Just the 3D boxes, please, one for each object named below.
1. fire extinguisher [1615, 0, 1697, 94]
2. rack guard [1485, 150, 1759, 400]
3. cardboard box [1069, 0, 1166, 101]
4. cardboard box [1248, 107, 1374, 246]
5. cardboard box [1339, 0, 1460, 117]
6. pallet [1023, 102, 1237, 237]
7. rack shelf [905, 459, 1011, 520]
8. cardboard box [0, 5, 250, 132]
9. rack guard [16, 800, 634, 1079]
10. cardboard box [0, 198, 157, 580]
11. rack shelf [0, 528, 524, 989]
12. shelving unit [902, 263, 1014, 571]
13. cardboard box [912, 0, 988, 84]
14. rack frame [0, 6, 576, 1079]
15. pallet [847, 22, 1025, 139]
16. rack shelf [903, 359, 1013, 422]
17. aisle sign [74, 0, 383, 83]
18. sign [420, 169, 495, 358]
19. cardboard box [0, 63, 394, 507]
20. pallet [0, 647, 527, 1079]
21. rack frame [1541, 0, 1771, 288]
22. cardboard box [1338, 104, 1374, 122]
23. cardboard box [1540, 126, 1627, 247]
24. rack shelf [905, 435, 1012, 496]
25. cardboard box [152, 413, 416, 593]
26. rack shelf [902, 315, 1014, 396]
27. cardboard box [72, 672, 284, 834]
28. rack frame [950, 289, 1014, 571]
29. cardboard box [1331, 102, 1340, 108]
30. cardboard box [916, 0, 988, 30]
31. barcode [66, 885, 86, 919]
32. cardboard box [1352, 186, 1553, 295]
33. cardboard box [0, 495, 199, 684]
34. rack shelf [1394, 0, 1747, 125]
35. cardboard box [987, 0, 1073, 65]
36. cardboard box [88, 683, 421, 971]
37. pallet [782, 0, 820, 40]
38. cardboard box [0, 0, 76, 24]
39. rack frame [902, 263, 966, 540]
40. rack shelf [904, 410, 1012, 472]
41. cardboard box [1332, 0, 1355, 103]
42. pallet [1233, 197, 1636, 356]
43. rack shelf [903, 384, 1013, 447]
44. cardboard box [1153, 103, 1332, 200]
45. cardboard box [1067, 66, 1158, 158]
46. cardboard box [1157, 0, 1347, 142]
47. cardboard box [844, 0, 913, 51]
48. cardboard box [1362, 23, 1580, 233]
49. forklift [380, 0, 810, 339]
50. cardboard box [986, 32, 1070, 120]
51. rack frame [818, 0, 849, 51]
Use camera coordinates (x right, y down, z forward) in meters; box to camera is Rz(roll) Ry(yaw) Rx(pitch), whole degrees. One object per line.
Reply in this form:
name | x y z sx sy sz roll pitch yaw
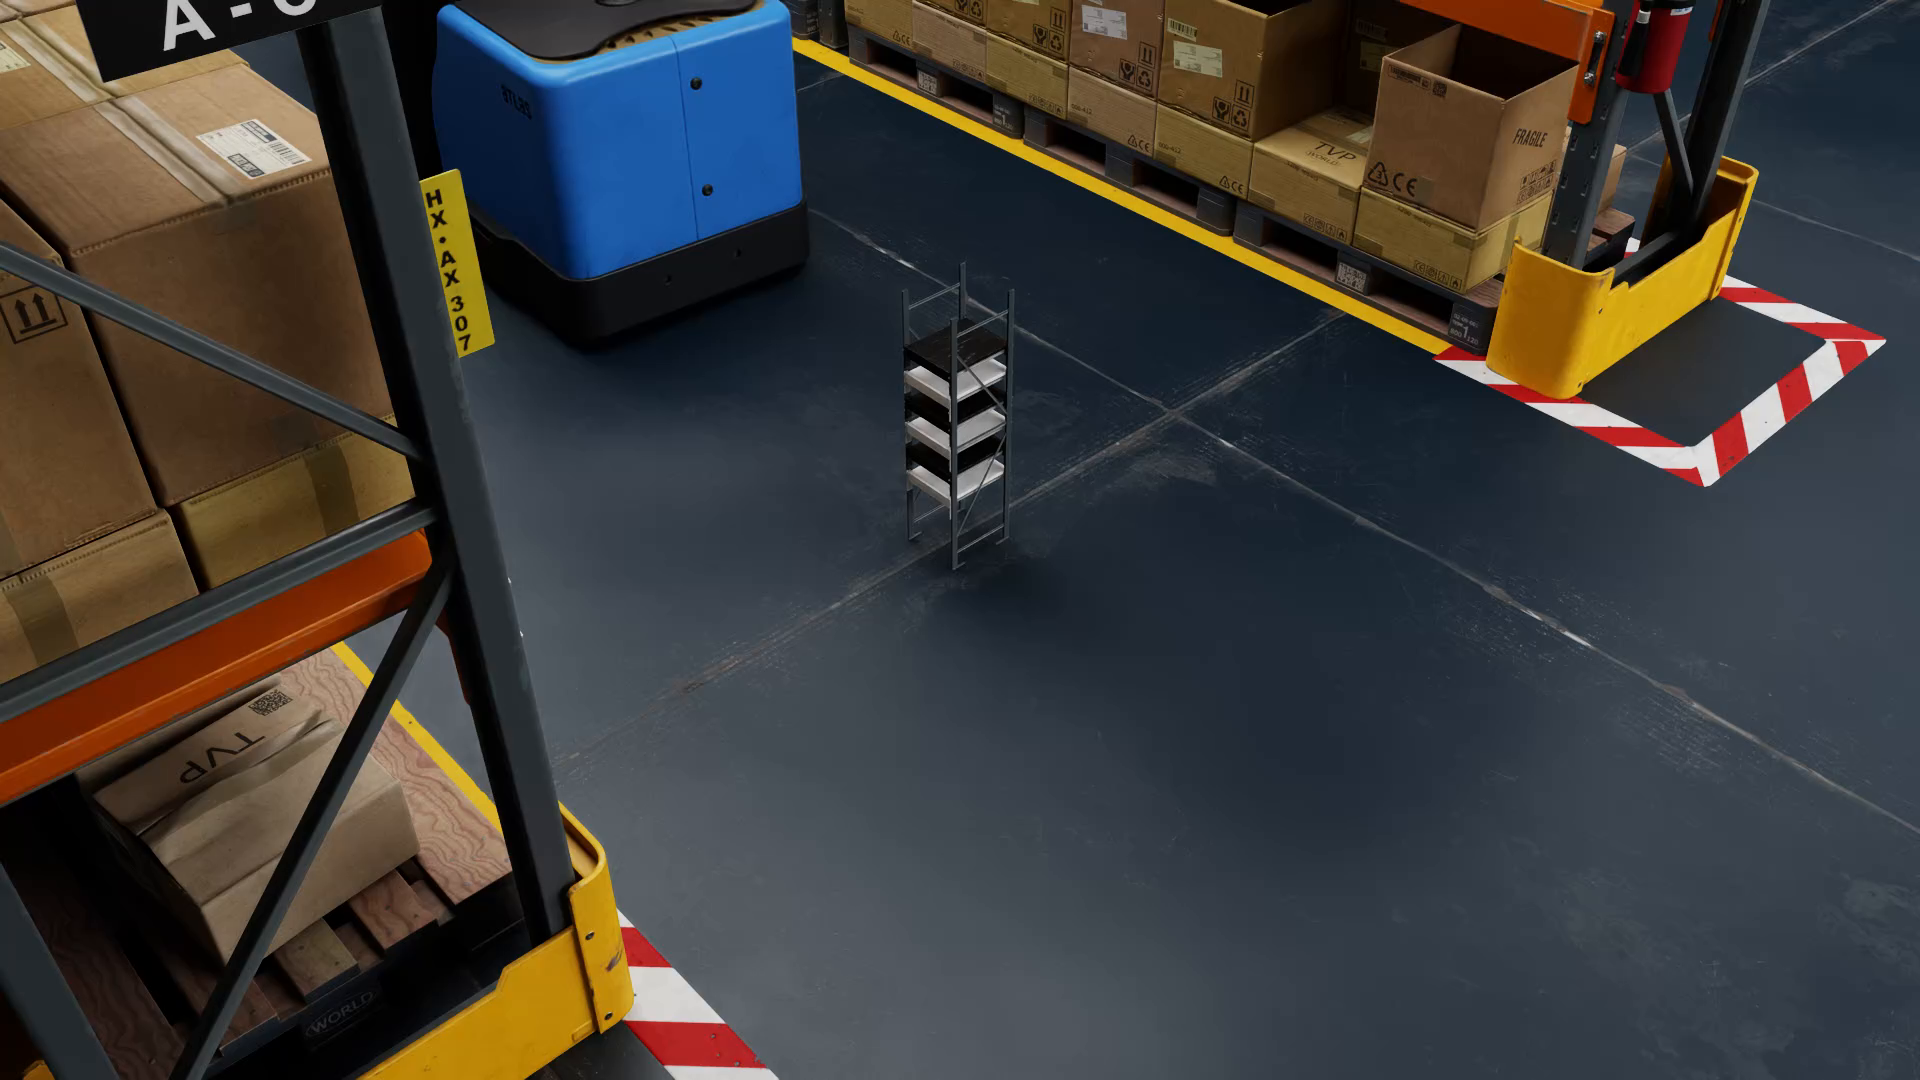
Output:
fire extinguisher | 2.149 -1.701 5.030 0.296 0.674 0.183 -30 48 -32
rack guard | 2.428 -1.000 6.090 1.175 0.500 0.348 -30 48 -32
cardboard box | 0.805 -2.179 6.818 0.500 0.500 0.500 -30 48 -32
cardboard box | 1.484 -1.426 6.482 0.500 0.250 0.500 -30 48 -32
cardboard box | 1.873 -1.942 6.524 0.500 0.500 0.500 -30 48 -32
pallet | 1.043 -1.799 7.309 1.003 0.211 1.213 -30 48 -32
rack shelf | -0.005 -0.188 5.106 0.258 0.077 0.200 -30 48 -32
cardboard box | -1.663 -0.699 3.235 0.500 0.500 0.500 -30 48 -32
rack guard | -1.286 1.061 3.539 1.175 0.500 0.348 -30 48 -32
cardboard box | -1.710 -0.245 2.673 0.500 0.500 0.500 -31 48 -32
rack shelf | -2.587 -0.522 4.082 1.077 0.370 4.000 -30 48 -32
shelving unit | -0.005 -0.354 4.972 0.258 0.900 0.210 -30 48 -32
cardboard box | 0.131 -2.351 7.628 0.500 0.250 0.500 -30 48 -32
rack frame | -1.235 0.124 2.710 1.000 3.000 0.127 -30 48 -32
pallet | 0.213 -2.364 8.009 1.003 0.211 1.213 -30 48 -32
rack shelf | -0.005 -0.468 4.880 0.258 0.077 0.200 -30 48 -32
aisle sign | -0.965 -0.982 2.009 0.394 0.787 0.004 -30 48 -32
sign | -0.835 -0.444 2.723 0.100 0.325 0.005 -30 48 -32
cardboard box | -1.336 -0.466 2.947 0.500 0.500 0.500 -30 48 -32
pallet | -1.809 0.782 4.113 1.003 0.211 1.213 -30 48 -32
rack frame | 2.412 -1.983 5.318 1.000 3.000 0.127 -30 48 -32
cardboard box | 1.872 -1.649 6.759 0.500 0.250 0.500 -30 48 -32
cardboard box | 2.213 -1.420 6.475 0.500 0.250 0.500 -30 48 -32
rack shelf | -0.005 -0.258 5.049 0.258 0.077 0.200 -30 48 -32
cardboard box | -1.331 -0.187 3.197 0.500 0.250 0.500 -31 48 -33
rack shelf | -0.005 -0.538 4.823 0.258 0.077 0.200 -30 48 -32
cardboard box | -2.022 0.376 4.187 0.500 0.311 0.500 -26 46 -28
rack frame | 0.063 -0.307 4.914 0.240 0.900 0.006 -30 48 -32
cardboard box | 1.534 -1.881 7.046 0.500 0.250 0.500 -30 48 -32
cardboard box | 0.133 -2.644 7.394 0.500 0.500 0.500 -30 48 -32
barcode | -1.943 0.798 3.657 0.001 0.075 0.075 -30 48 -32
cardboard box | 1.831 -1.200 6.202 0.500 0.250 0.500 -30 48 -32
cardboard box | -1.694 0.040 2.916 0.500 0.250 0.500 -29 47 -31
rack shelf | 1.059 -2.629 6.690 1.077 0.370 4.000 -30 48 -32
cardboard box | 0.466 -2.409 7.103 0.500 0.500 0.500 -30 48 -32
cardboard box | -1.636 0.640 3.860 0.500 0.311 0.500 29 47 31
pallet | -0.821 -3.074 8.888 1.003 0.211 1.213 -30 48 -32
cardboard box | -2.008 -0.941 3.534 0.500 0.500 0.500 -32 49 -33
rack frame | -0.074 -0.401 5.030 0.240 0.900 0.006 -30 48 -32
rack shelf | -0.005 -0.328 4.993 0.258 0.077 0.200 -30 48 -32
cardboard box | 1.526 -2.168 6.804 0.500 0.500 0.500 -30 48 -32
pallet | 1.864 -1.235 6.610 1.003 0.211 1.213 -30 48 -32
rack shelf | -0.005 -0.398 4.936 0.258 0.077 0.200 -30 48 -32
cardboard box | 1.145 -1.656 6.768 0.500 0.250 0.500 -30 48 -32
cardboard box | 0.808 -1.889 7.055 0.500 0.250 0.500 -30 48 -32
cardboard box | 1.143 -1.947 6.531 0.500 0.500 0.500 -30 48 -32
cardboard box | -0.203 -2.585 7.917 0.500 0.250 0.500 -30 48 -32
cardboard box | 1.830 -1.490 5.965 0.500 0.500 0.500 -30 48 -32
forklift | -1.898 -2.737 6.306 1.130 2.935 3.031 -27 46 -29
cardboard box | 0.465 -2.117 7.339 0.500 0.250 0.500 -30 48 -32
rack frame | -0.294 -3.834 7.610 1.000 3.000 0.127 -30 48 -32
